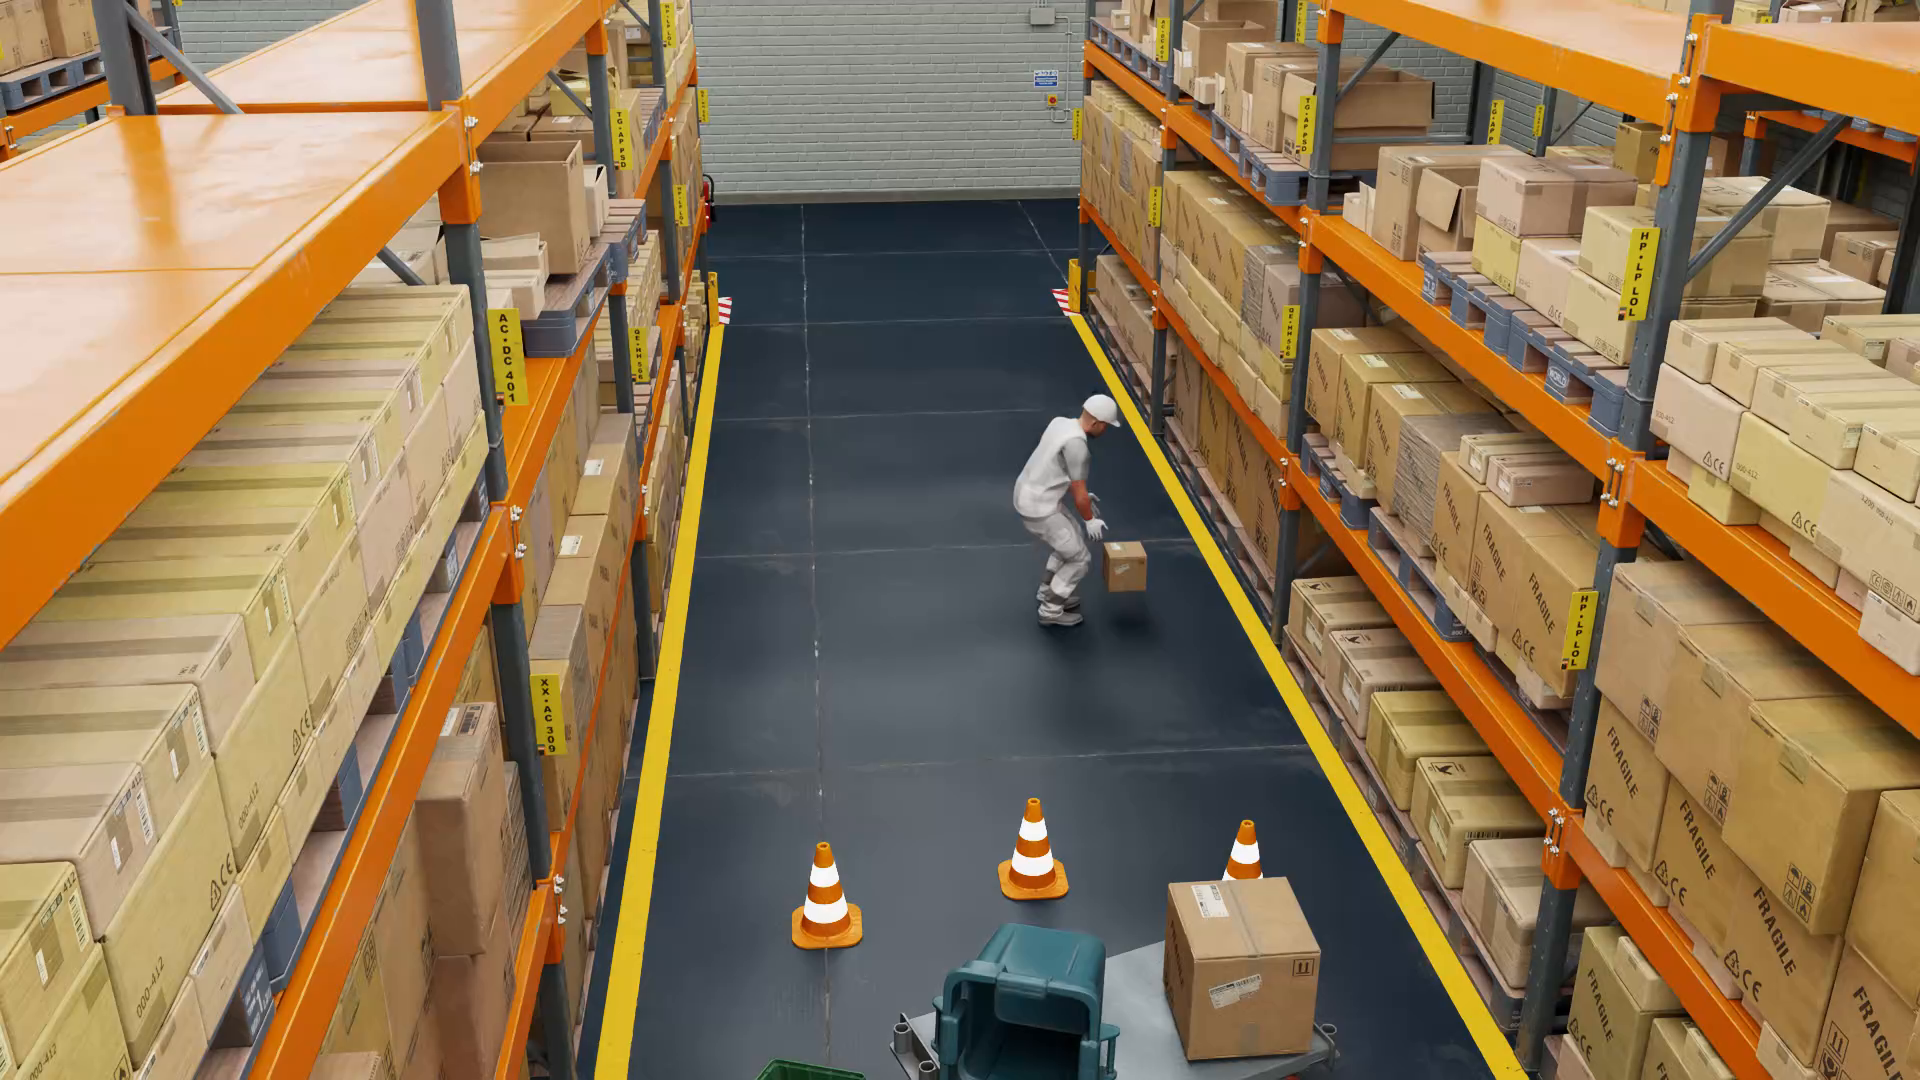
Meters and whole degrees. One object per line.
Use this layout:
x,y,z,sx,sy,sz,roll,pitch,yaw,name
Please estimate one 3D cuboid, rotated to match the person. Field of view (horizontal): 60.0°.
0.700,-0.179,10.916,0.749,1.443,0.583,-2,24,-5,person
